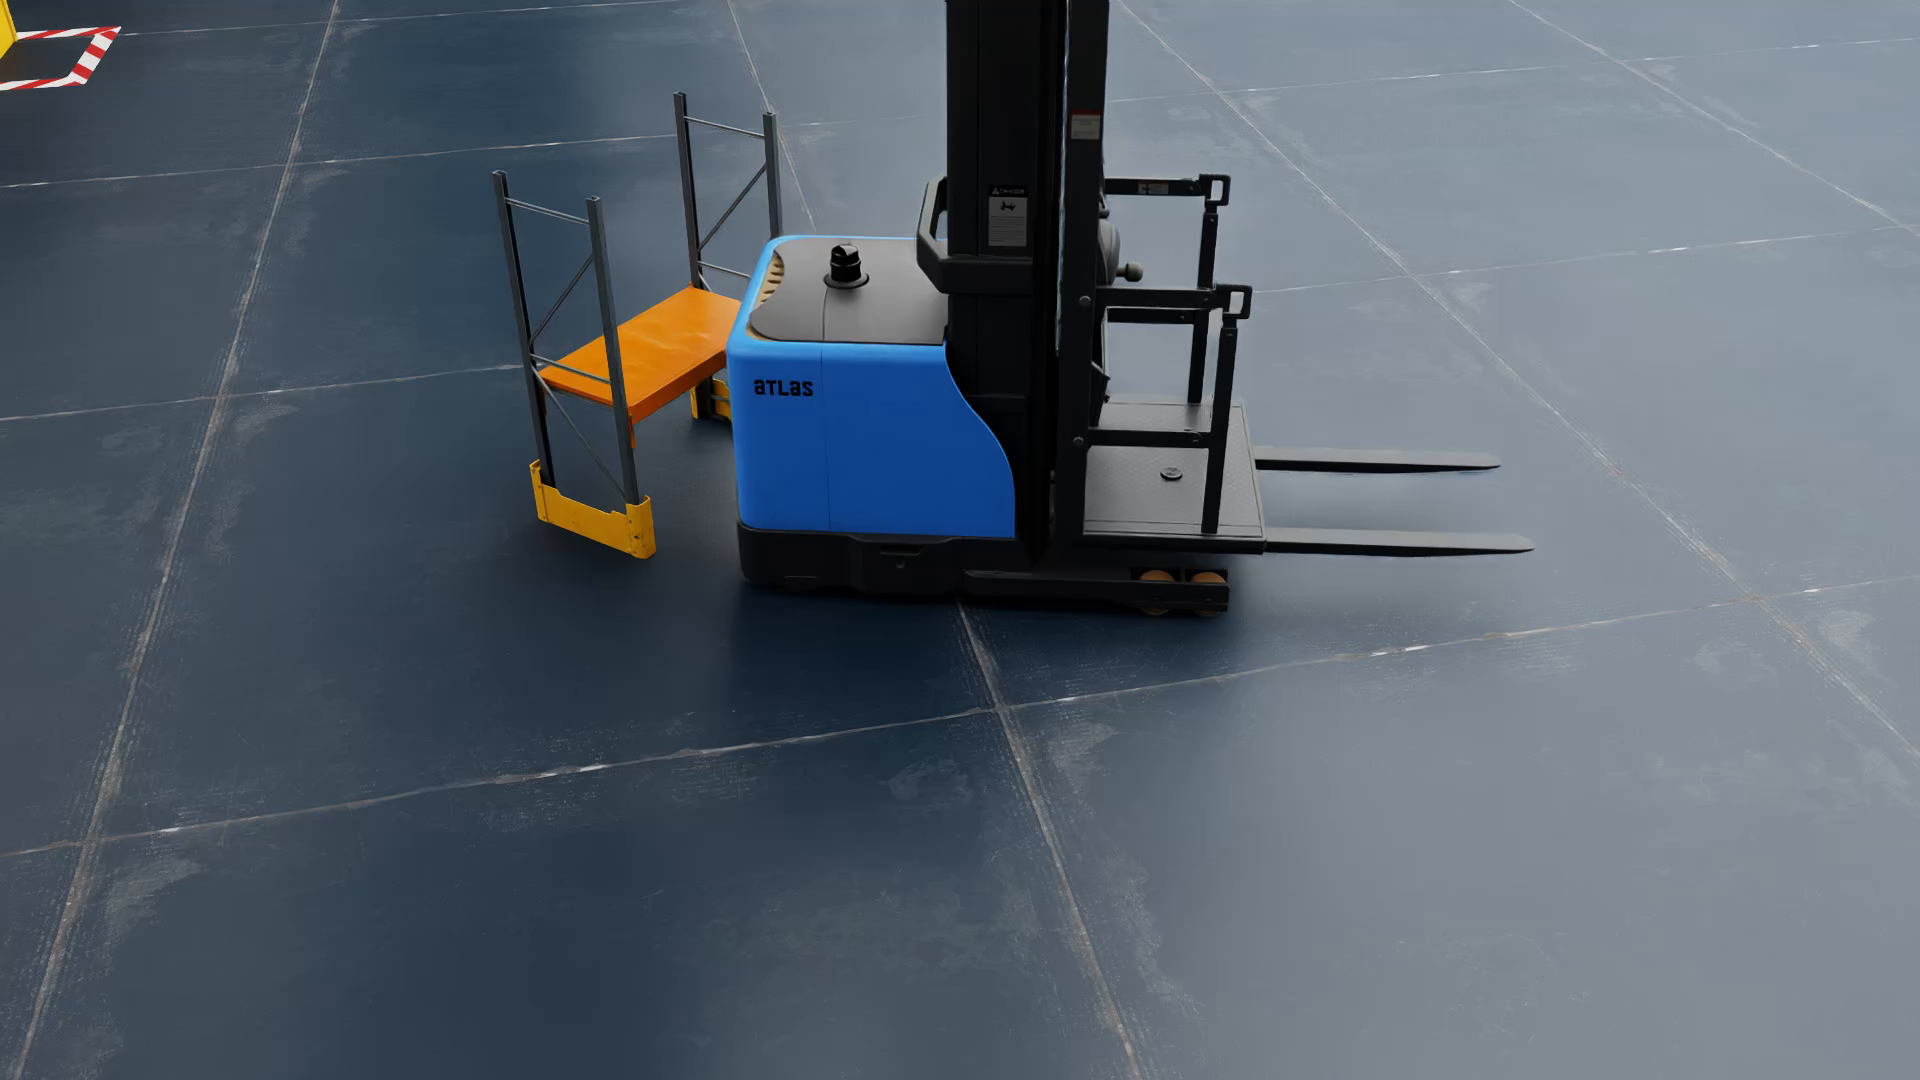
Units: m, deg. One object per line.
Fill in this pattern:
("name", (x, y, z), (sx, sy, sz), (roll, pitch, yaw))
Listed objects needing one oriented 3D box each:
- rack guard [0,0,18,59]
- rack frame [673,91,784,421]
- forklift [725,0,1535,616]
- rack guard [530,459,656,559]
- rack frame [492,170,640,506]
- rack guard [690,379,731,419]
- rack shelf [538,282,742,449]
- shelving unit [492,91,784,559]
("rack guard", (-6.991, -3.592, 11.654), (0.348, 0.500, 1.175), (-7, 35, -11))
("rack frame", (-0.948, -1.128, 7.086), (0.500, 1.500, 0.032), (19, 38, 26))
("forklift", (0.687, -1.234, 5.959), (3.031, 2.935, 1.130), (2, 34, 3))
("rack guard", (-1.484, -0.129, 6.718), (0.587, 0.250, 0.087), (19, 38, 26))
("rack frame", (-1.484, -0.647, 6.369), (0.500, 1.500, 0.032), (19, 38, 26))
("rack guard", (-0.958, -0.600, 7.420), (0.587, 0.250, 0.087), (19, 38, 26))
("rack shelf", (-1.216, -0.739, 6.827), (0.538, 0.185, 1.000), (19, 38, 26))
("shelving unit", (-1.221, -0.884, 6.721), (0.587, 1.500, 1.083), (19, 38, 26))
